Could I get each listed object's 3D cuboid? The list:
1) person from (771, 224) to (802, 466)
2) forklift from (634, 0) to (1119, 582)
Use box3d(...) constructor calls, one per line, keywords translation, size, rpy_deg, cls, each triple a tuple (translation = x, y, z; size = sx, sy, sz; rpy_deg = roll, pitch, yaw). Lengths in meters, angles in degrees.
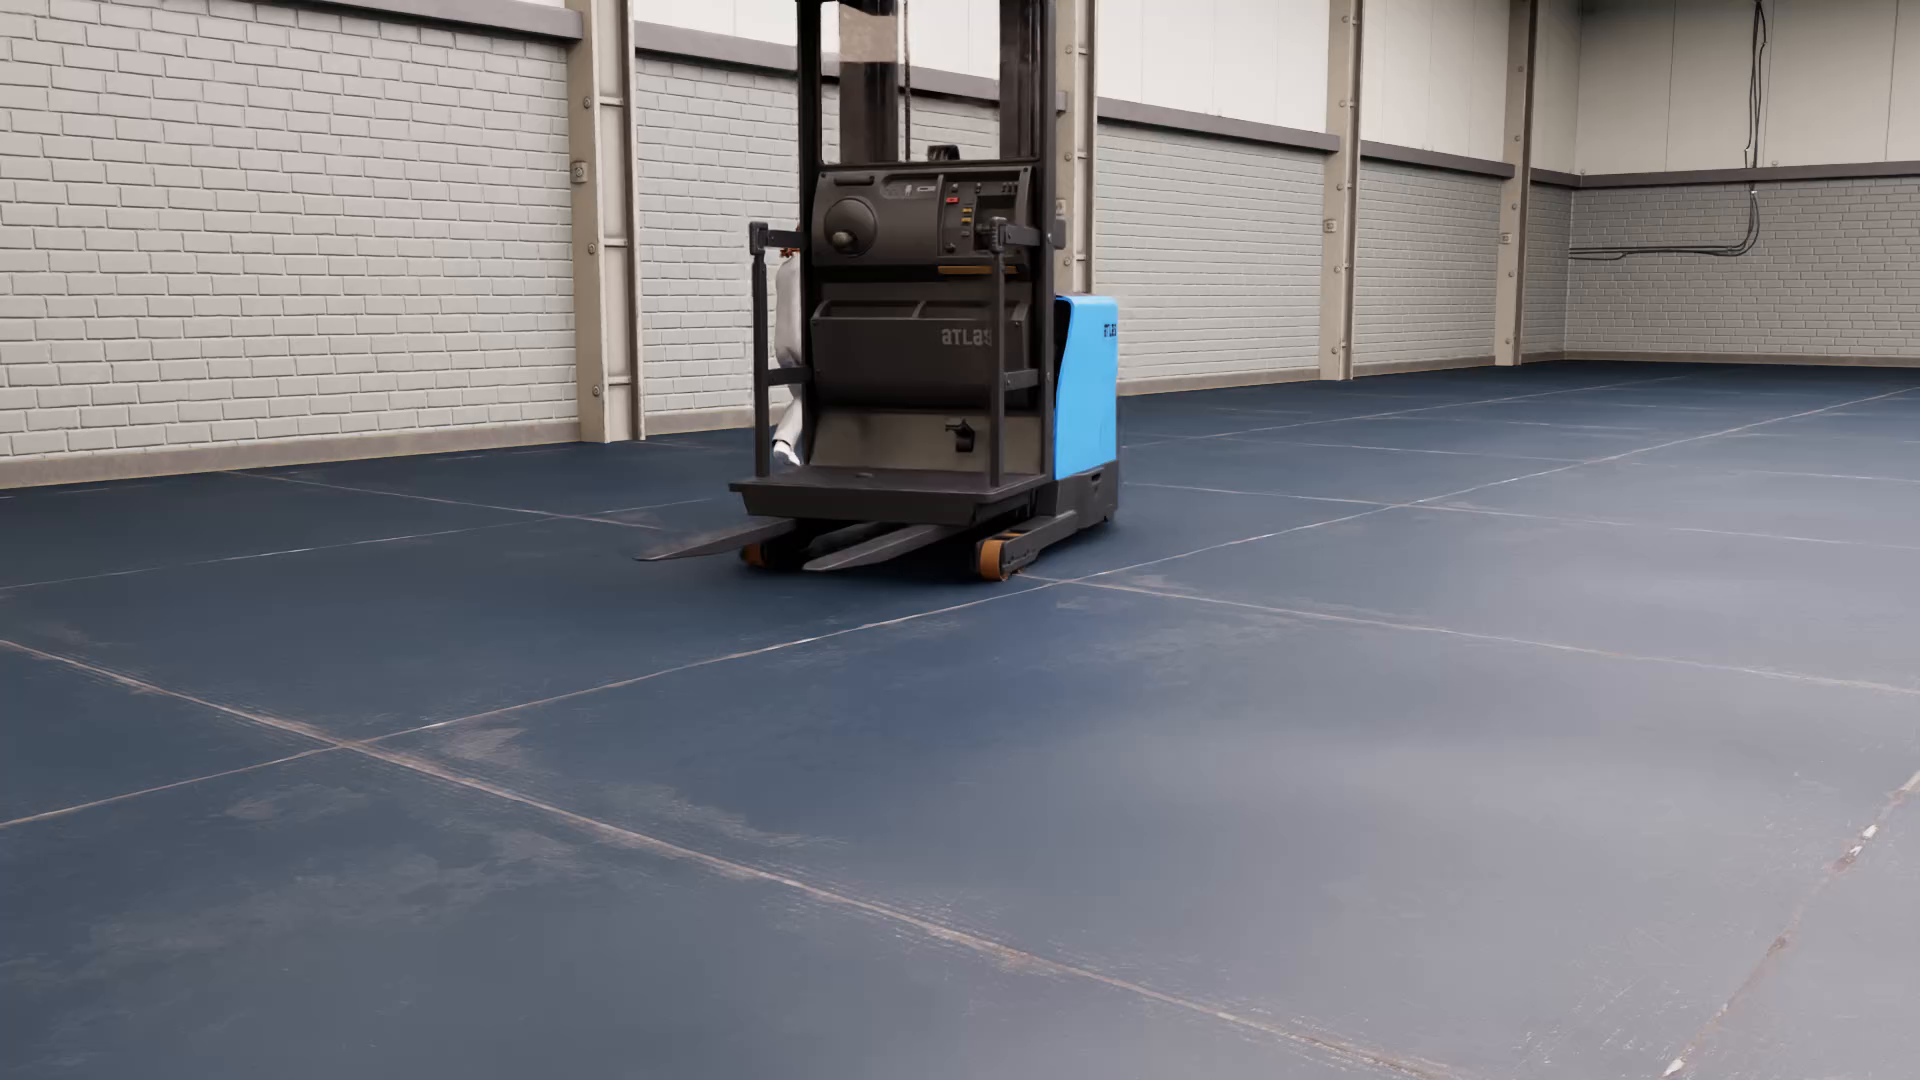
box3d(translation=(-0.833, -1.187, 10.171), size=(0.753, 1.551, 0.764), rpy_deg=(8, 11, 43), cls="person")
box3d(translation=(-0.233, -1.357, 6.557), size=(1.130, 2.935, 3.031), rpy_deg=(3, 9, 20), cls="forklift")
